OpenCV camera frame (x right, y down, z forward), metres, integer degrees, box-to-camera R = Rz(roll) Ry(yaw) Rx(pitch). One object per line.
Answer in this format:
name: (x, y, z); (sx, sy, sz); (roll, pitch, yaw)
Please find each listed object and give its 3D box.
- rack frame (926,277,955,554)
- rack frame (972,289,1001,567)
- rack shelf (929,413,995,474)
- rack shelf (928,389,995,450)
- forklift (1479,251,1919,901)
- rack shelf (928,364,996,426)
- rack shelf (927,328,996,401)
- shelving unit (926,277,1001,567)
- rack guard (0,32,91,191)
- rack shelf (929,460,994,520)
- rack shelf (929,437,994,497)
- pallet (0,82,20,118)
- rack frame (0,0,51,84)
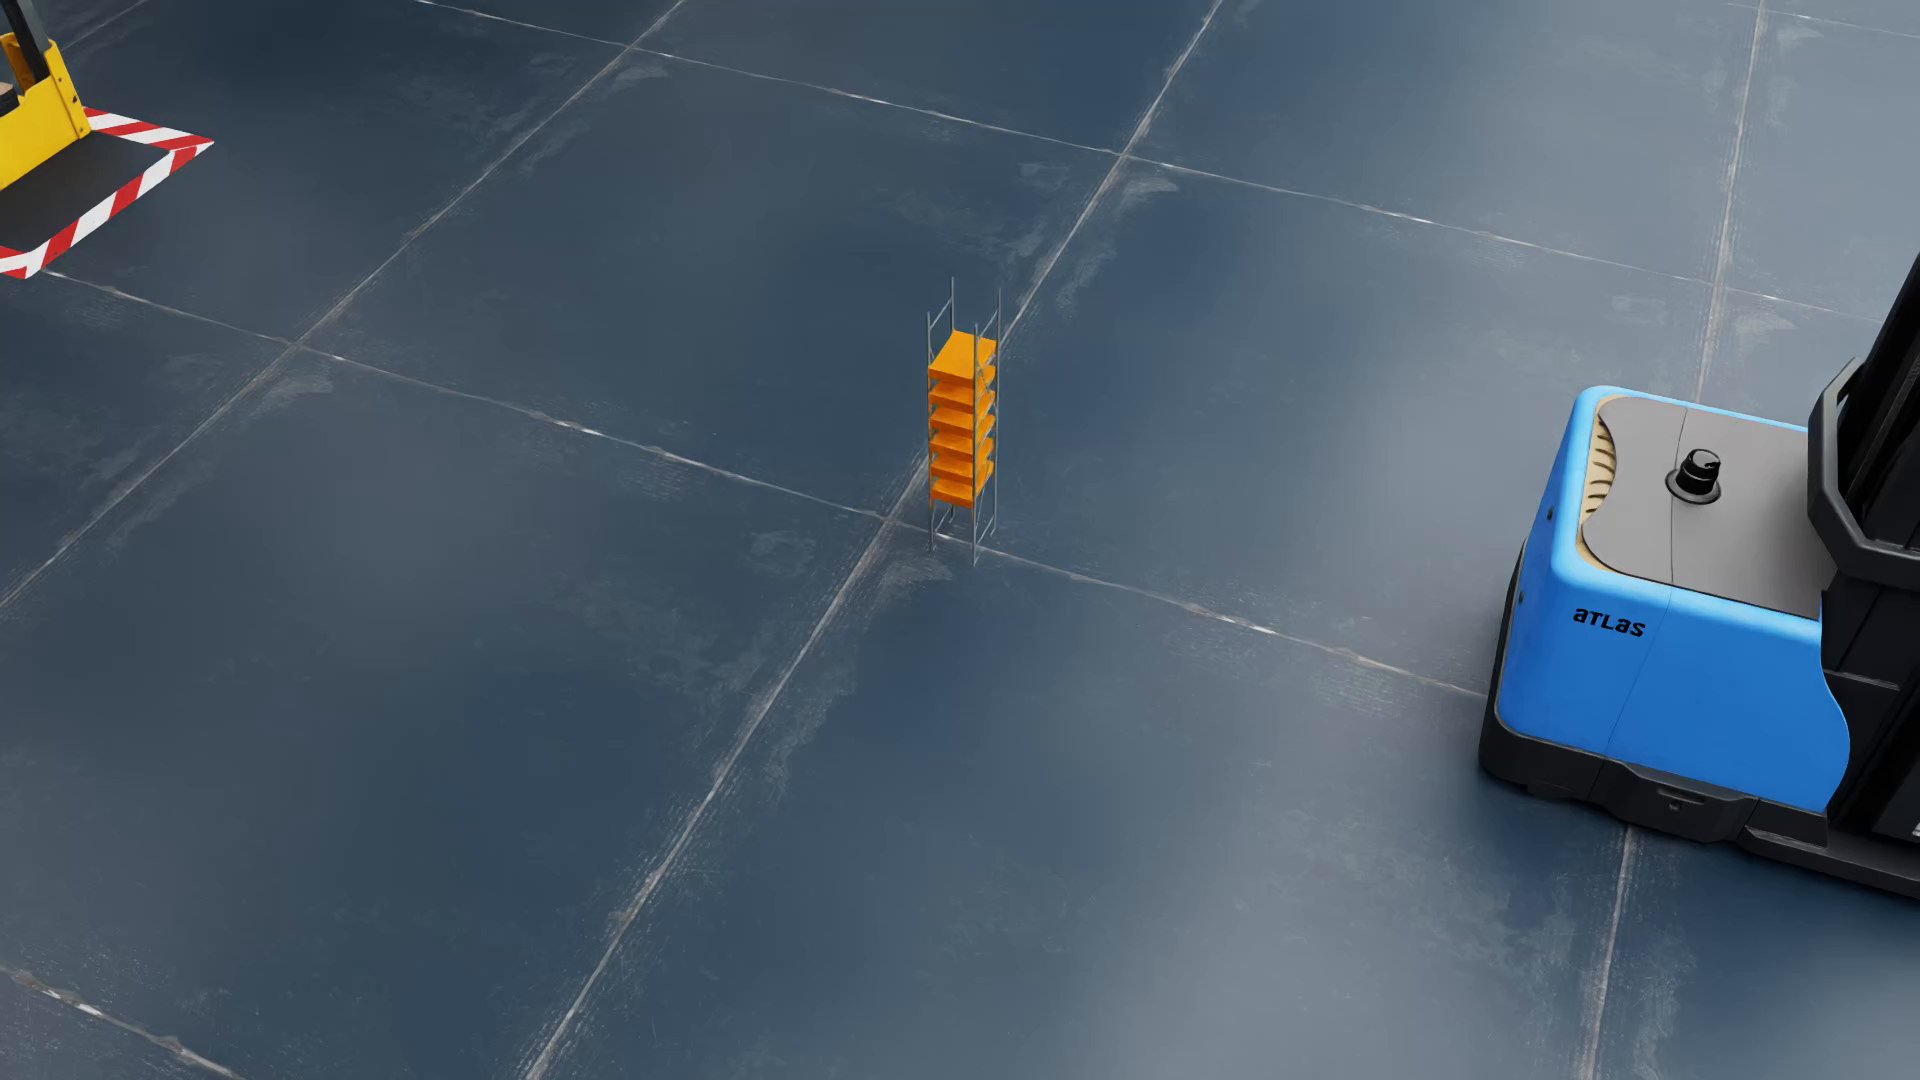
rack frame: (-0.071, -0.446, 6.348); (0.006, 1.200, 0.240); (16, 47, 16)
rack frame: (0.098, -0.397, 6.298); (0.006, 1.200, 0.240); (16, 47, 16)
rack shelf: (0.013, -0.390, 6.354); (0.180, 0.103, 0.258); (16, 47, 16)
rack shelf: (0.013, -0.475, 6.270); (0.180, 0.103, 0.258); (16, 47, 16)
forklift: (3.408, -0.157, 4.829); (3.031, 2.935, 1.130); (15, 47, 14)
rack shelf: (0.013, -0.560, 6.185); (0.180, 0.103, 0.258); (16, 47, 16)
rack shelf: (0.013, -0.645, 6.100); (0.180, 0.103, 0.258); (16, 47, 16)
shelving unit: (0.013, -0.421, 6.323); (0.189, 1.200, 0.258); (16, 47, 16)
rack guard: (-5.051, -2.072, 8.478); (0.348, 0.500, 1.175); (16, 47, 16)
rack shelf: (0.013, -0.220, 6.523); (0.180, 0.103, 0.258); (16, 47, 16)
rack shelf: (0.013, -0.305, 6.439); (0.180, 0.103, 0.258); (16, 47, 16)
pallet: (-5.798, -2.194, 8.806); (1.213, 0.211, 1.003); (16, 47, 16)
rack frame: (-4.962, -2.968, 7.607); (0.127, 3.000, 1.000); (16, 47, 16)
